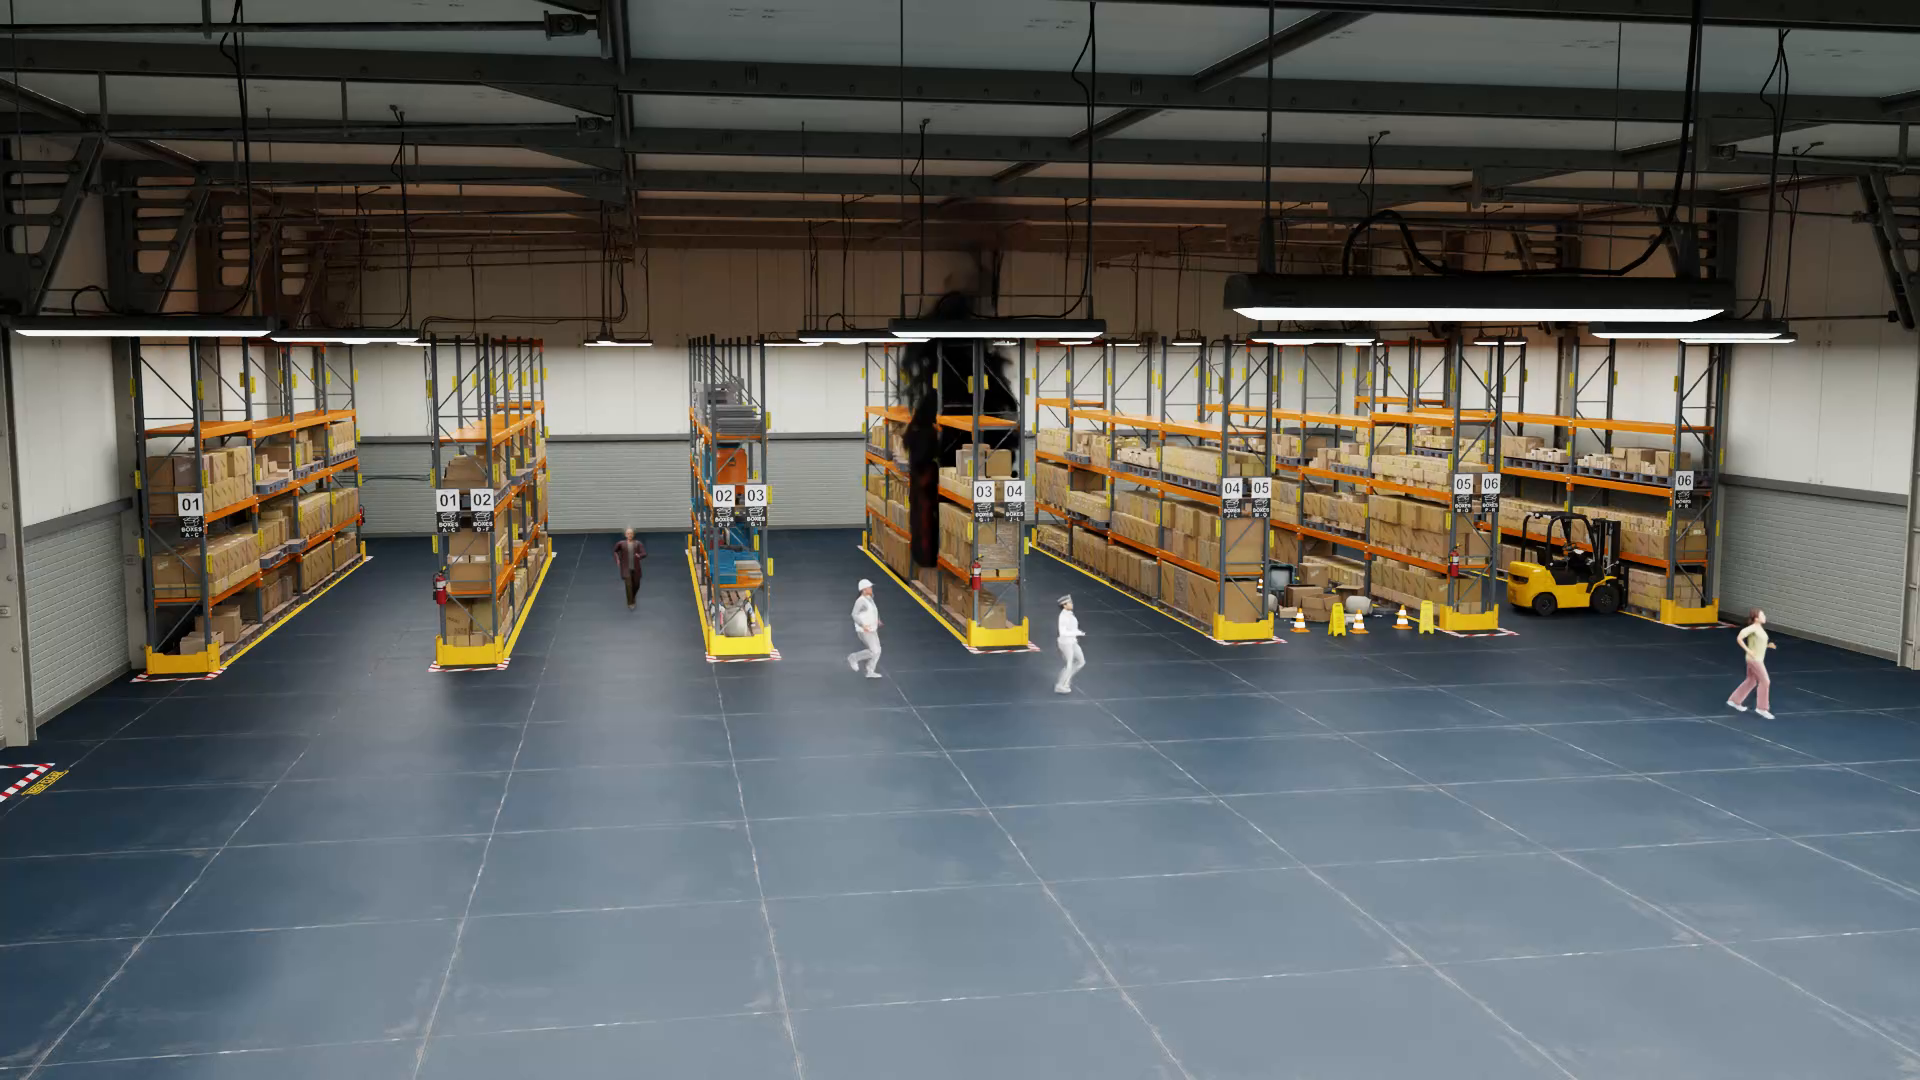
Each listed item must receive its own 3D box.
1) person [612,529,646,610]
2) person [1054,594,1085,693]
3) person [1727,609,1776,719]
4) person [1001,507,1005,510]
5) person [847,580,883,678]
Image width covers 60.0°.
[{"bbox_3d":[-7.275,0.628,36.693,0.715,1.754,1.021,-2,7,-20],"label":"person"},{"bbox_3d":[1.854,1.722,27.669,0.570,1.662,0.600,3,7,22],"label":"person"},{"bbox_3d":[12.428,1.919,26.033,0.726,1.714,0.581,5,8,36],"label":"person"},{"bbox_3d":[1.450,-0.463,46.300,0.697,1.803,0.897,-1,7,-8],"label":"person"},{"bbox_3d":[-1.653,1.550,28.996,0.597,1.728,0.671,2,7,15],"label":"person"}]
